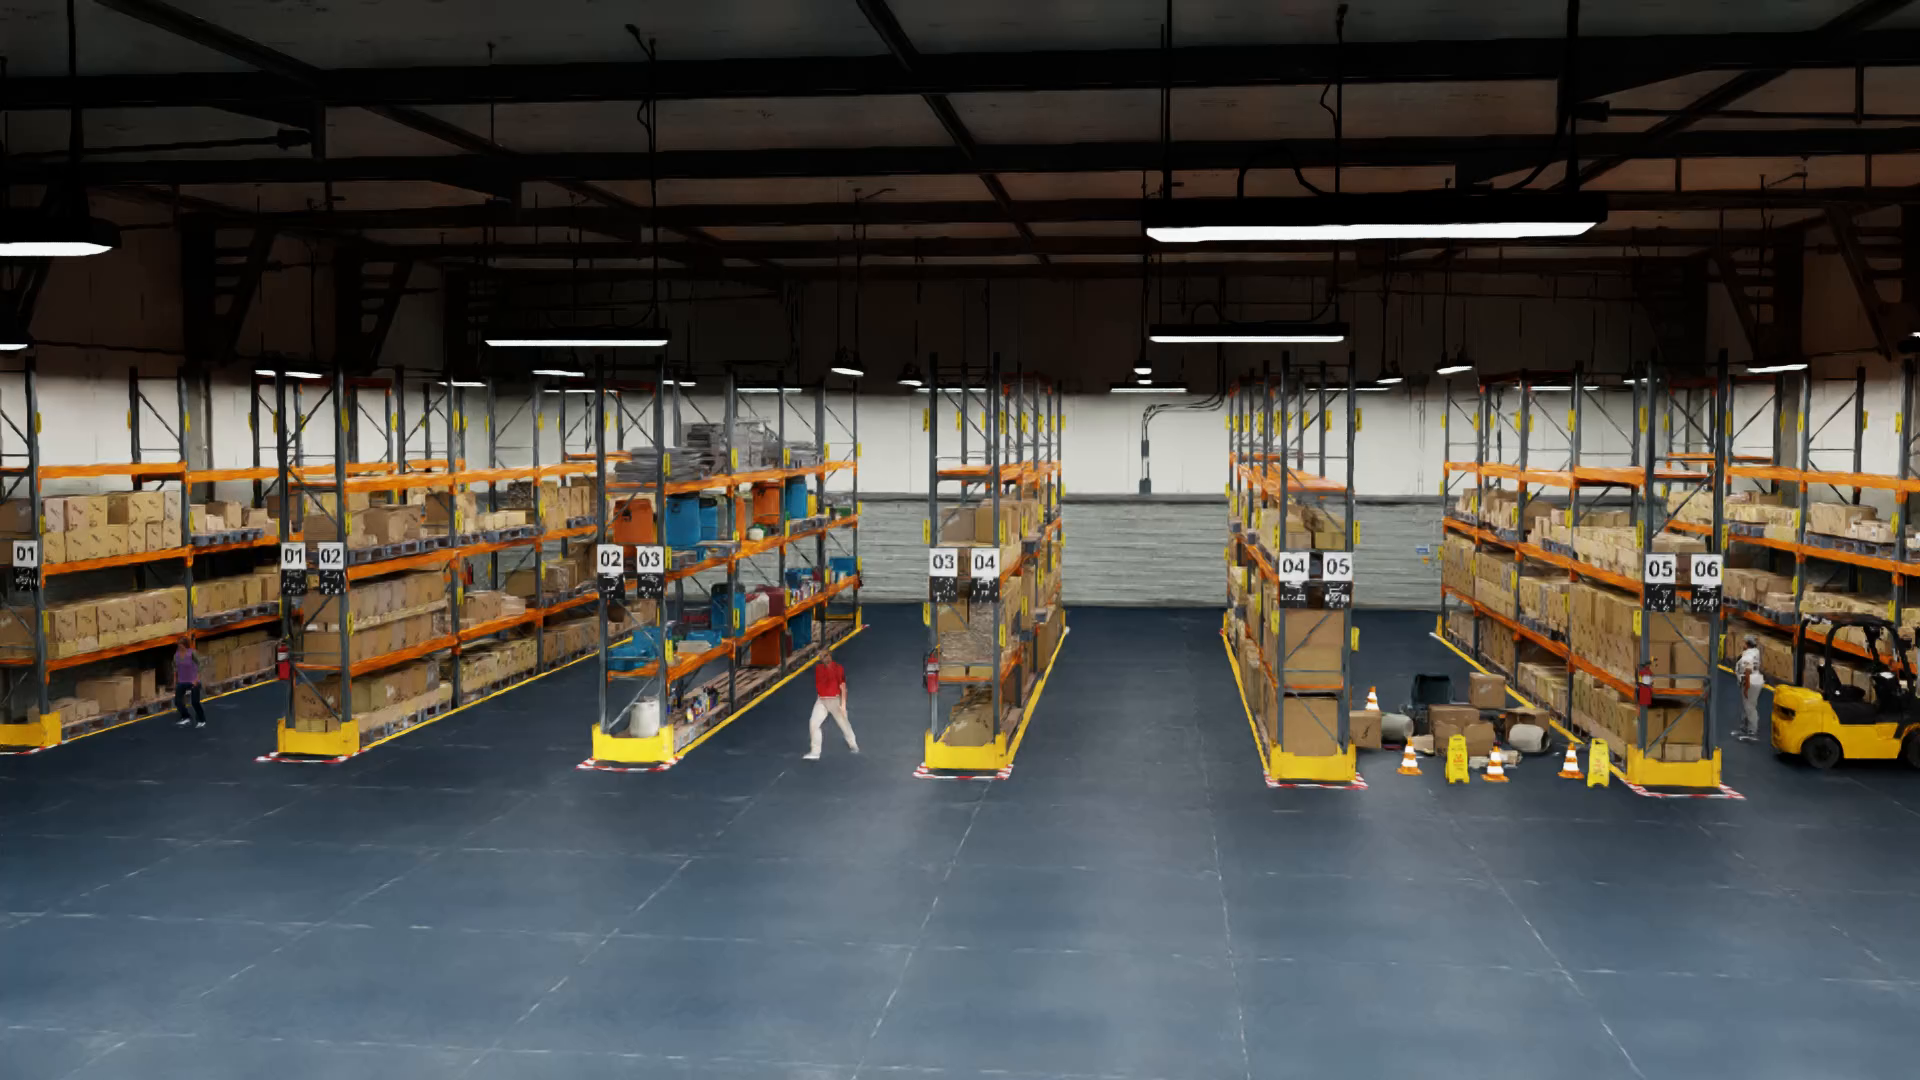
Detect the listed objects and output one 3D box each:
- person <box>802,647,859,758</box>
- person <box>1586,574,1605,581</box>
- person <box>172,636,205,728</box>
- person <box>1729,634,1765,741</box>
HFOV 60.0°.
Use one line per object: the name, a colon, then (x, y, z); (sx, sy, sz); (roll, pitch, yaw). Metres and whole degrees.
person: (-1.914, 2.413, 24.838); (0.584, 1.661, 0.978); (2, 5, 28)
person: (16.042, 1.175, 41.870); (0.458, 1.712, 0.689); (-2, 5, -27)
person: (-12.624, 2.315, 27.215); (0.566, 1.541, 0.519); (0, 4, 5)
person: (12.399, 2.310, 26.216); (0.480, 1.666, 0.523); (3, 5, 37)
